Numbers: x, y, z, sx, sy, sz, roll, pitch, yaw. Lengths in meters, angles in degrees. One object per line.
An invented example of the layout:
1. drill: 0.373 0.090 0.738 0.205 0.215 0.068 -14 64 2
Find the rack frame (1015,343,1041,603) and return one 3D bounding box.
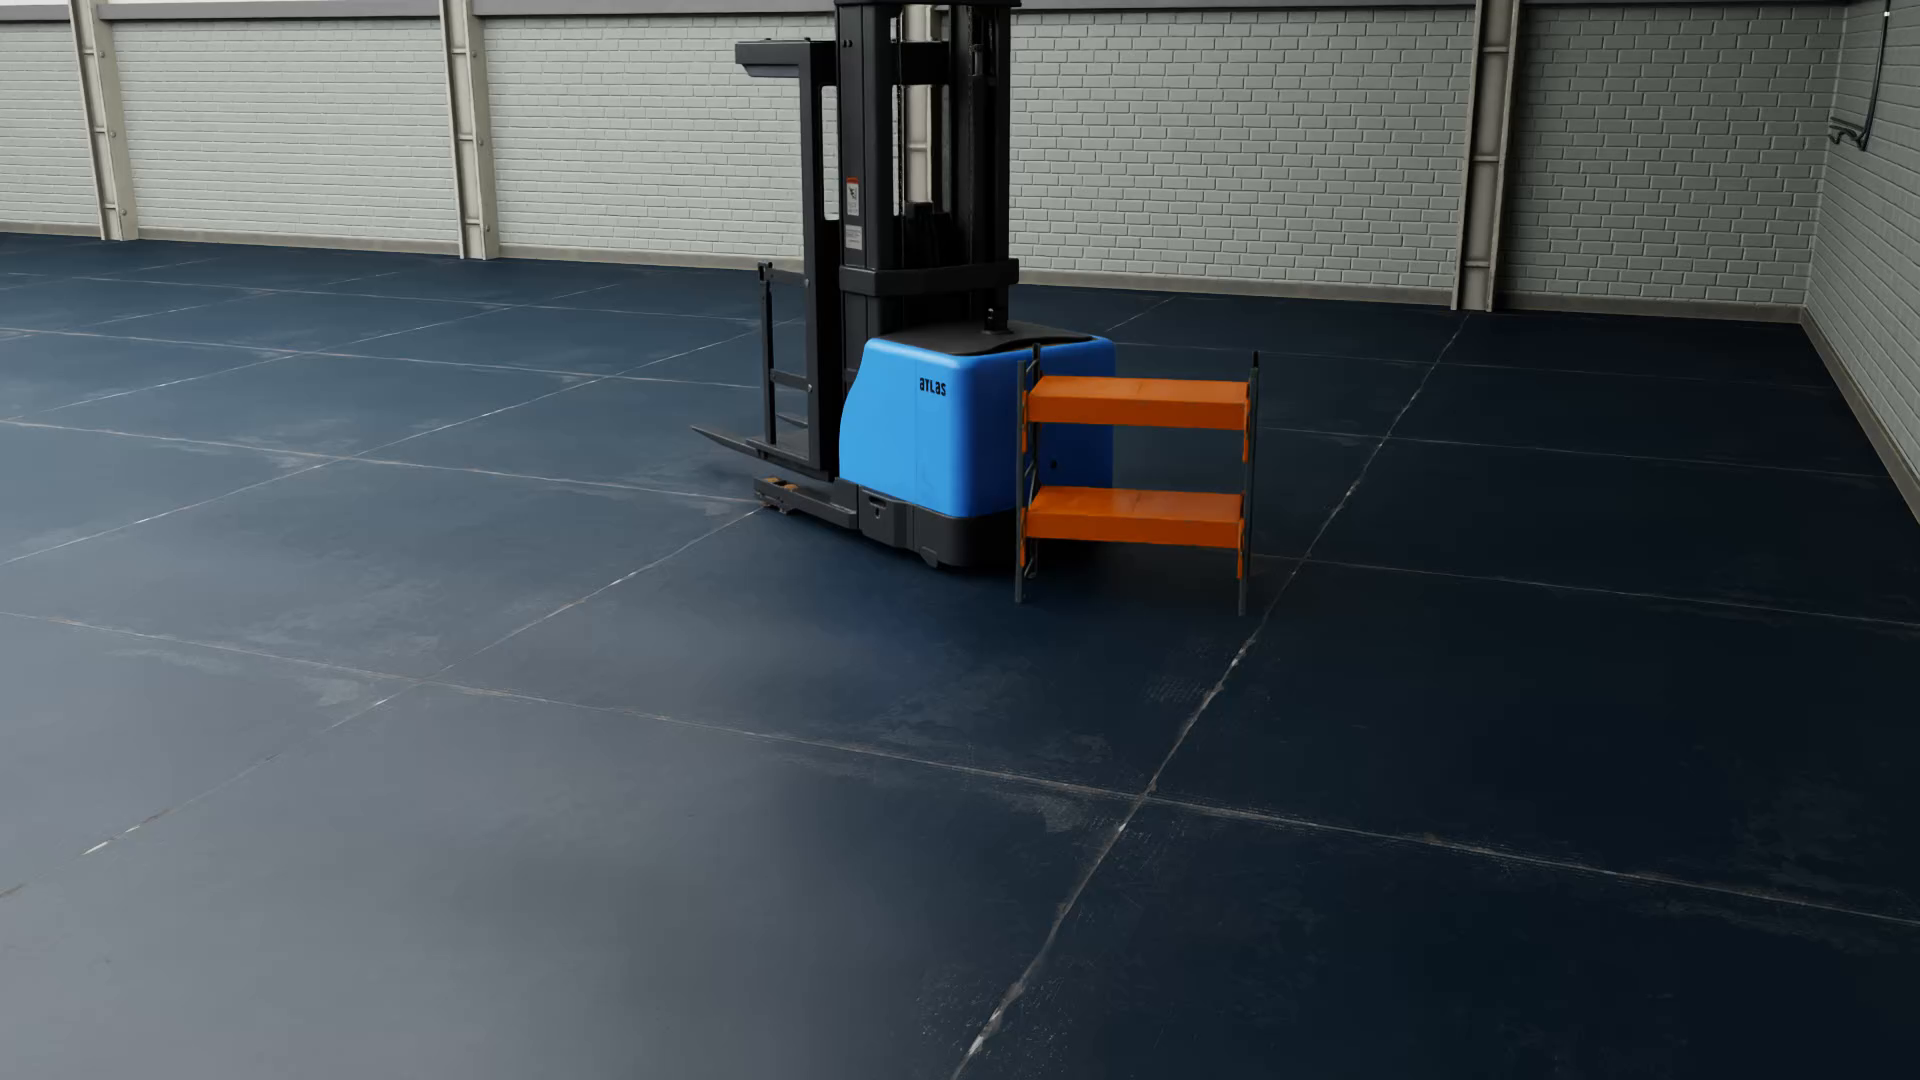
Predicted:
1. rack frame: 0.318 -0.317 7.748 0.032 1.125 0.500 3 16 10

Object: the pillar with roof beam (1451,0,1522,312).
1. pillar with roof beam: 3.560 -5.524 11.562 0.400 9.000 9.100 6 17 21

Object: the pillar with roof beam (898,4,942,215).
1. pillar with roof beam: -2.022 -6.138 13.677 0.400 9.000 9.100 6 17 21

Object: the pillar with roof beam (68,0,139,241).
1. pillar with roof beam: -13.185 -7.366 17.905 0.400 9.000 9.100 6 17 21

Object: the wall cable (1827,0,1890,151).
1. wall cable: 7.395 -4.505 13.622 0.112 2.526 3.097 6 17 21

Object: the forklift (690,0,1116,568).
1. forklift: -0.495 -1.622 9.005 1.130 2.935 3.031 -12 20 -35

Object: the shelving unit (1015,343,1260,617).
1. shelving unit: 0.817 -0.290 7.656 1.048 1.125 0.538 3 16 10

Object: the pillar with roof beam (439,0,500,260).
1. pillar with roof beam: -7.603 -6.752 15.791 0.400 9.000 9.100 6 17 21

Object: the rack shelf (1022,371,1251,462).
1. rack shelf: 0.817 -0.571 7.575 1.000 0.278 0.538 3 16 10

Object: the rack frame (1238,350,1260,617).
1. rack frame: 1.316 -0.264 7.564 0.032 1.125 0.500 3 16 10

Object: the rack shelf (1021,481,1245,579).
1. rack shelf: 0.817 -0.056 7.724 1.000 0.278 0.538 3 16 10
